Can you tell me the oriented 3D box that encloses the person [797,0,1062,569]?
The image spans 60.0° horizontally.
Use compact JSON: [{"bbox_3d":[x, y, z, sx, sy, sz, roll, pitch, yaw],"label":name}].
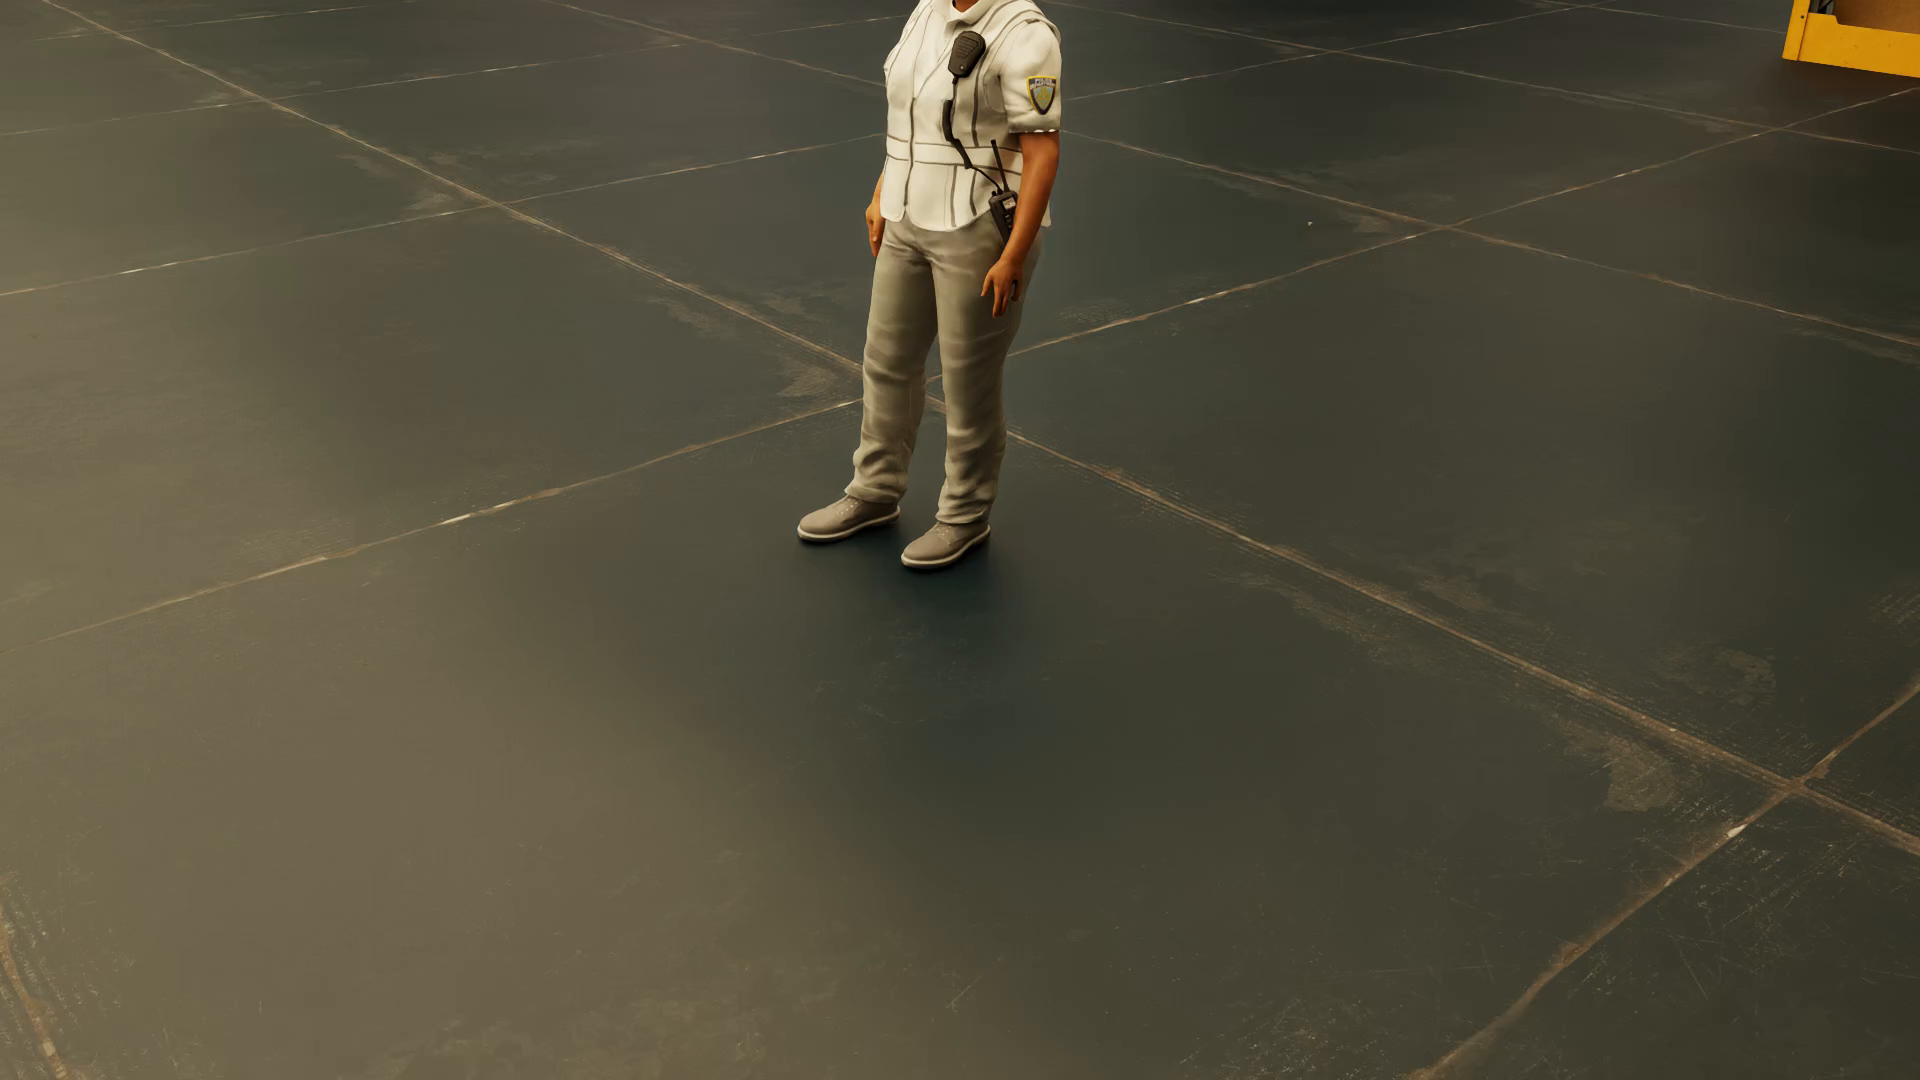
[{"bbox_3d":[-0.074,-0.739,4.099,0.529,1.670,0.598,-20,33,-35],"label":"person"}]
